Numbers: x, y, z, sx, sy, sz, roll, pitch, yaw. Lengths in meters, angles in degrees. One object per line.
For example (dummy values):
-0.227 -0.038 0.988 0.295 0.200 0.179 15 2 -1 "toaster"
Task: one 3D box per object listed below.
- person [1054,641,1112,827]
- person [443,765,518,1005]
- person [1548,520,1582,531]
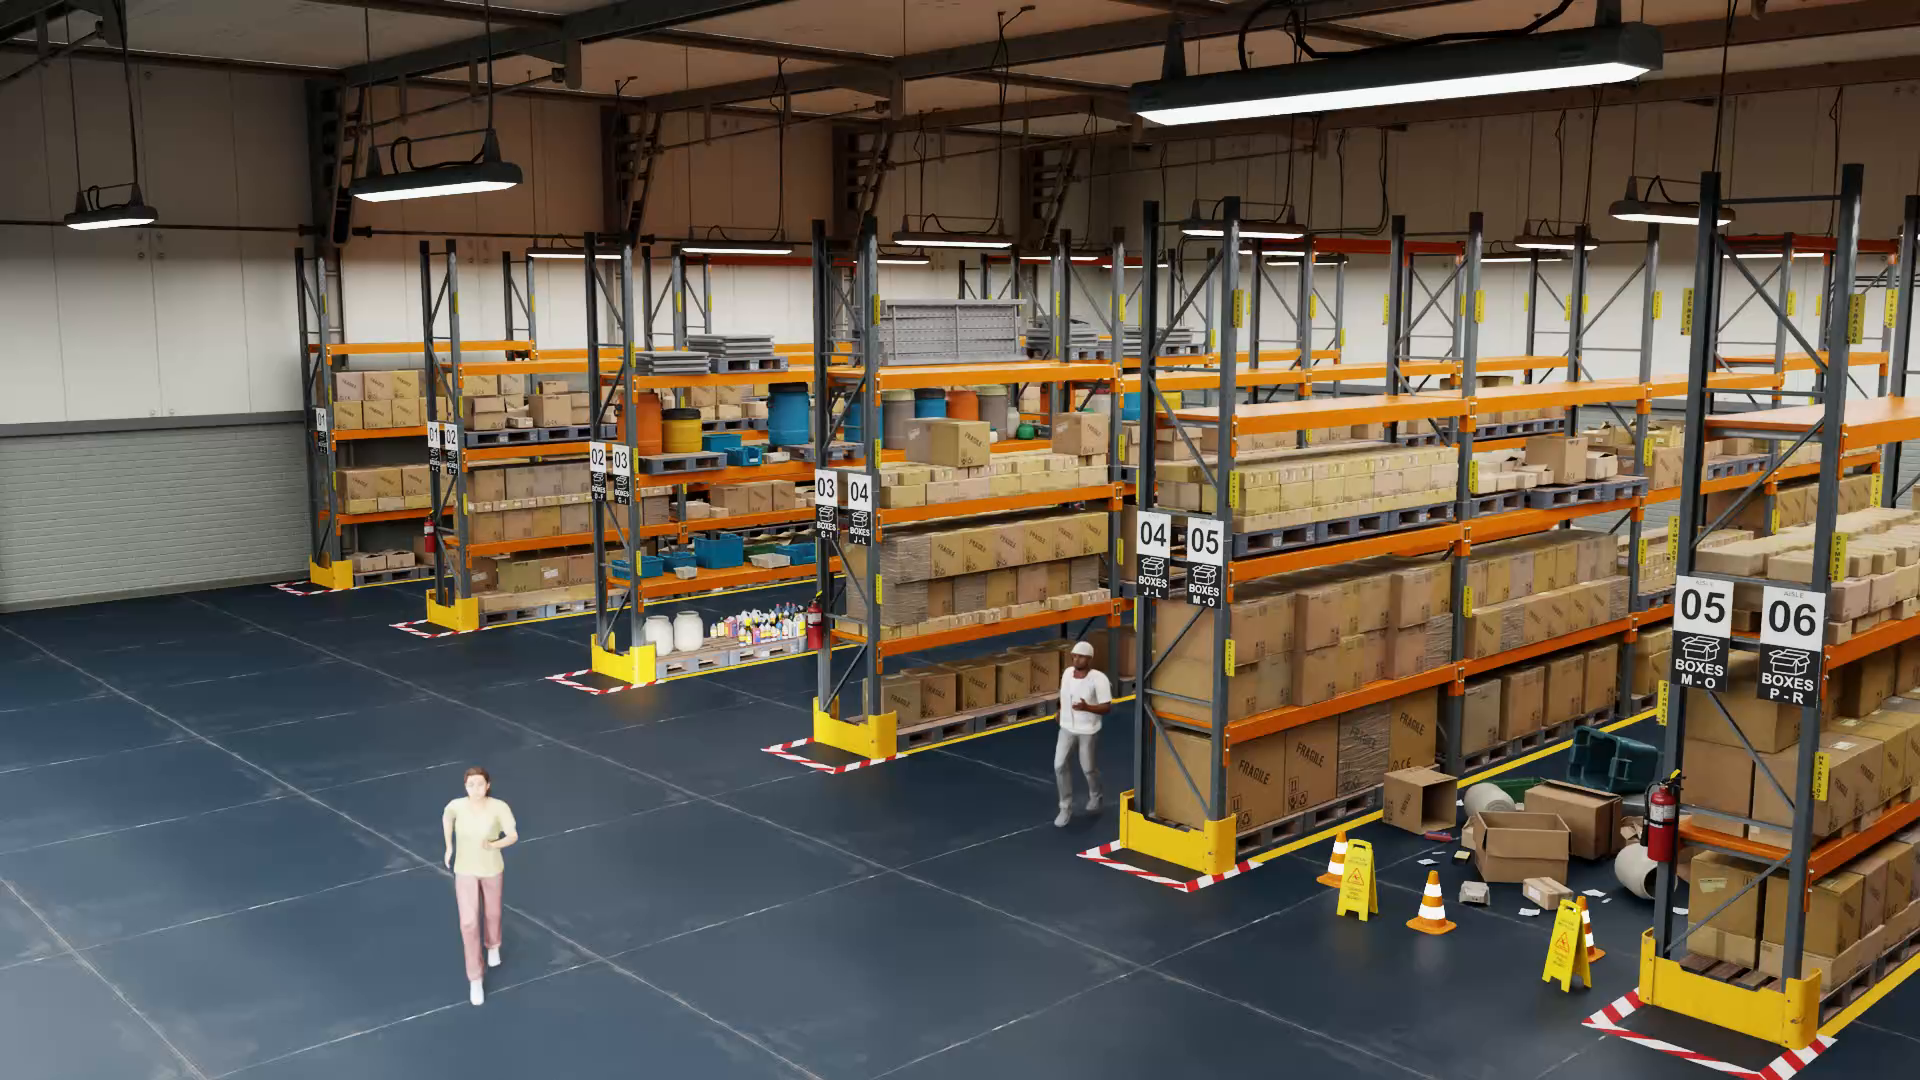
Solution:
1.187 1.901 16.403 0.673 1.827 0.729 5 10 31 "person"
-3.591 2.513 12.495 0.547 1.715 0.843 -2 9 -14 "person"
9.678 0.381 26.622 0.633 1.777 0.984 7 11 40 "person"
